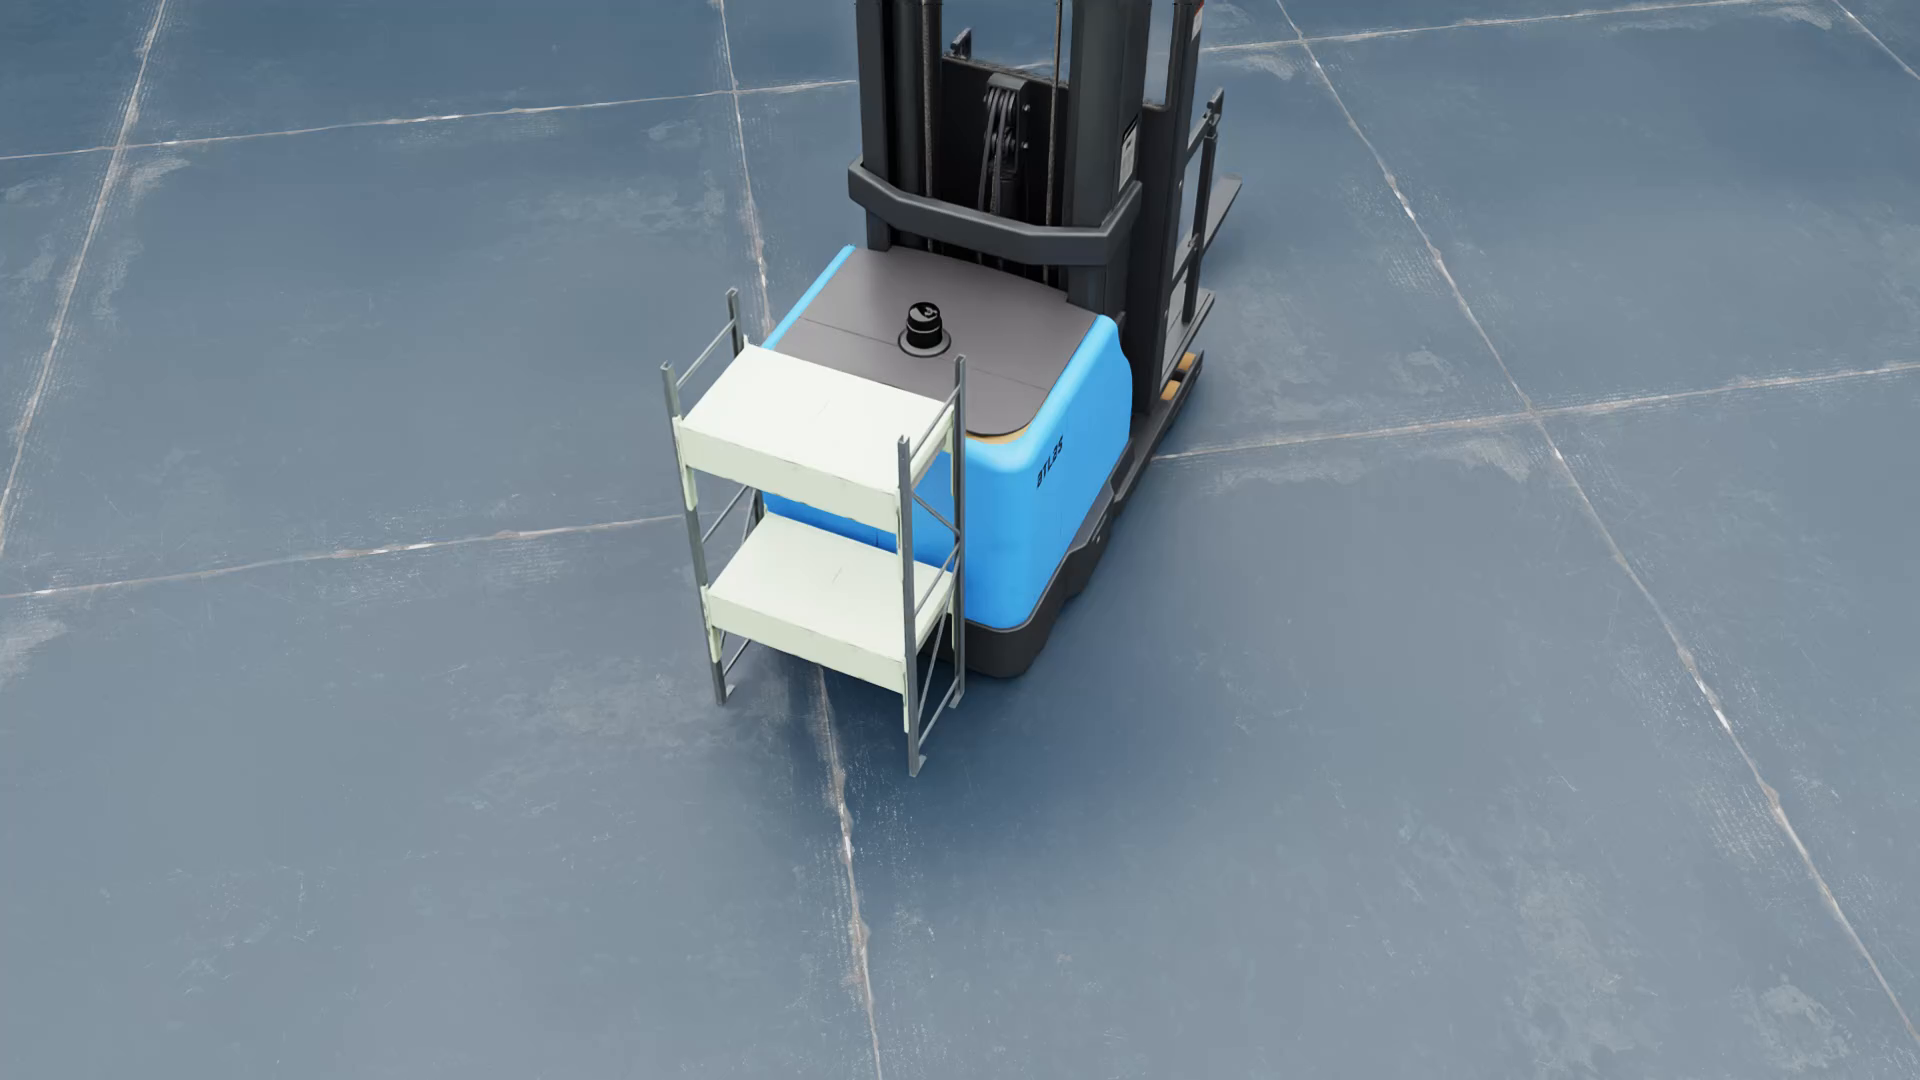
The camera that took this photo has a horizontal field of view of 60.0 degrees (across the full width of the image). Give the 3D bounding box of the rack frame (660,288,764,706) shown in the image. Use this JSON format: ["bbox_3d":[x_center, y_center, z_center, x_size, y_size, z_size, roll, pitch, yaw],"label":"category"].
[{"bbox_3d":[-0.743,-0.086,5.292,0.023,1.500,0.400,18,49,17],"label":"rack frame"}]

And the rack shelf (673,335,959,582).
[{"bbox_3d":[-0.409,-0.248,4.906,0.720,0.370,0.431,18,49,17],"label":"rack shelf"}]

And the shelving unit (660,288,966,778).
[{"bbox_3d":[-0.409,0.022,5.187,0.755,1.500,0.431,18,49,17],"label":"shelving unit"}]

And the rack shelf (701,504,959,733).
[{"bbox_3d":[-0.409,0.249,5.422,0.720,0.370,0.431,18,49,17],"label":"rack shelf"}]

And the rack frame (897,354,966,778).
[{"bbox_3d":[-0.076,0.131,5.082,0.023,1.500,0.400,18,49,17],"label":"rack frame"}]

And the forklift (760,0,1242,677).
[{"bbox_3d":[0.347,-1.620,5.775,1.130,2.935,3.031,18,49,17],"label":"forklift"}]
